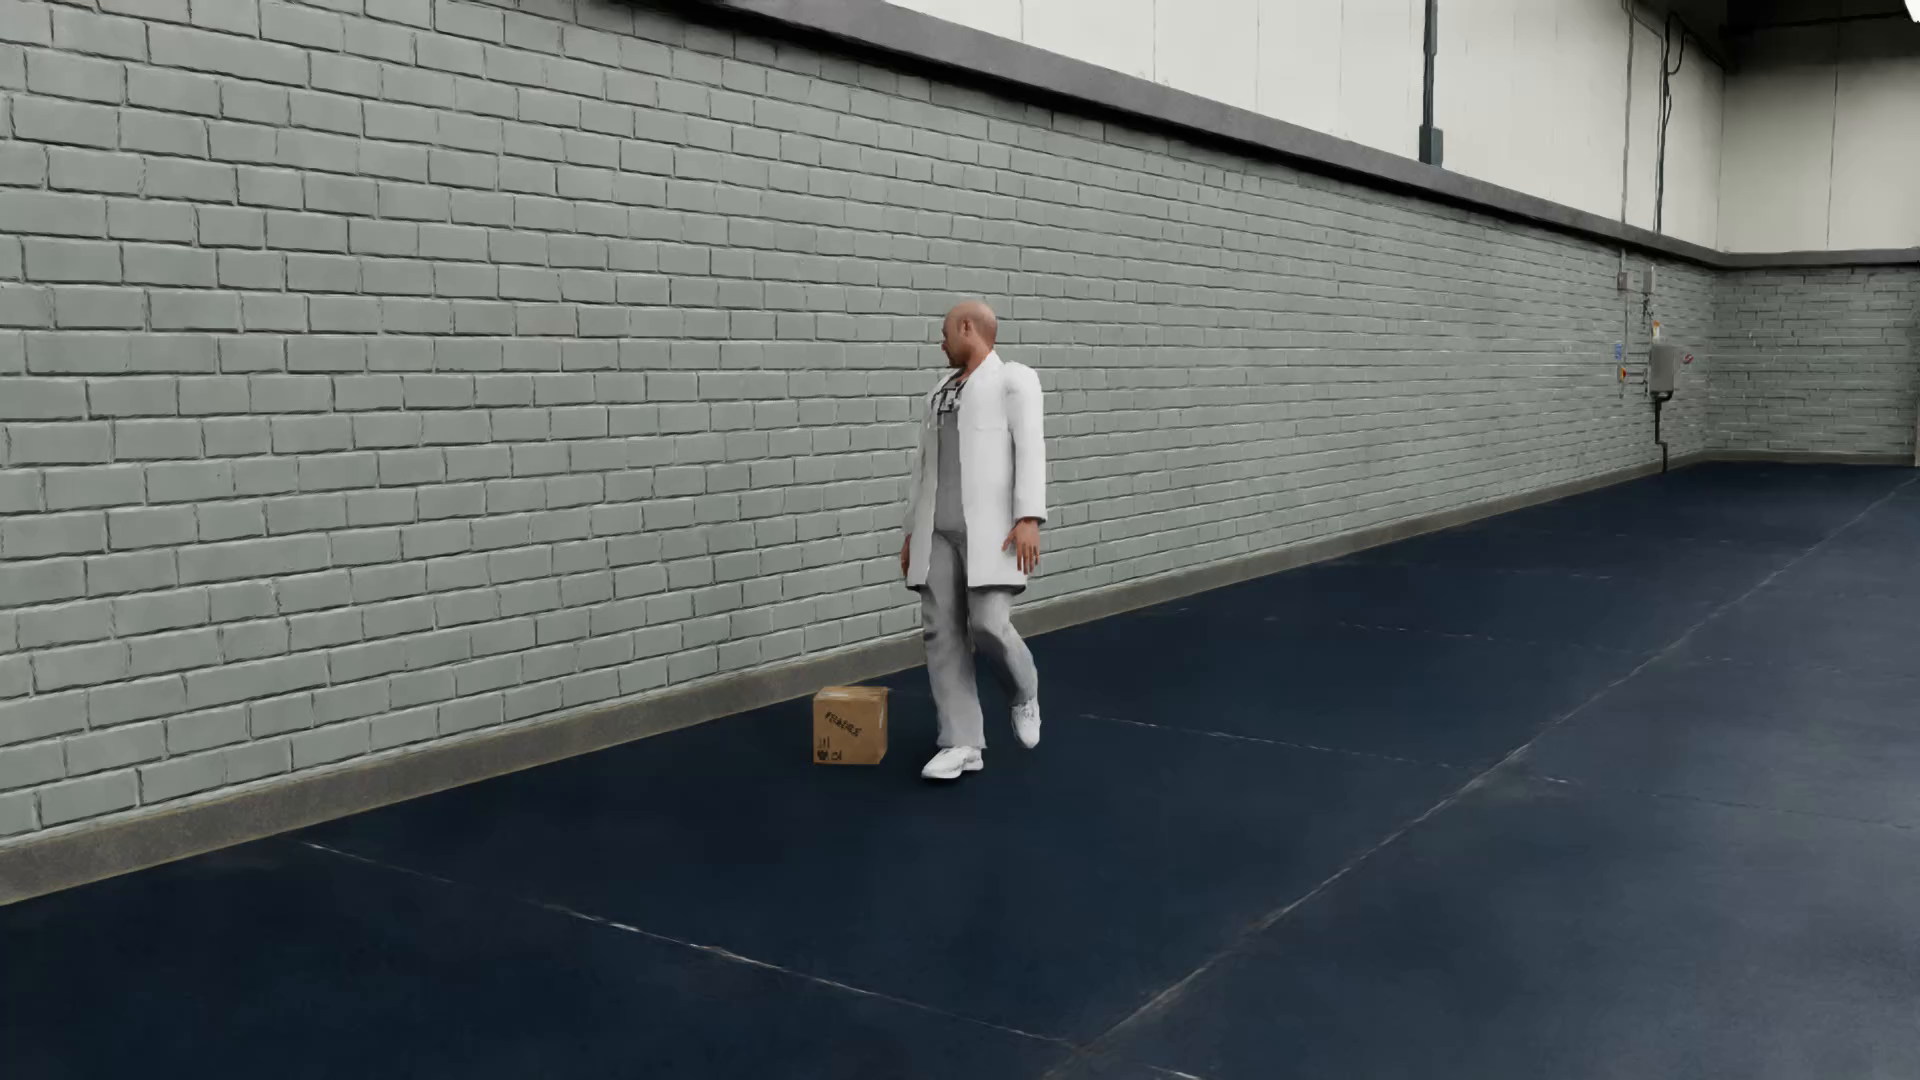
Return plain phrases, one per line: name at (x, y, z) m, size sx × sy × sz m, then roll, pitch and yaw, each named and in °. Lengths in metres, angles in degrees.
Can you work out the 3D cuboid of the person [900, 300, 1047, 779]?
person at (0.032, -0.017, 6.134) m, size 0.683 × 1.733 × 0.749 m, roll 4°, pitch 7°, yaw 32°
